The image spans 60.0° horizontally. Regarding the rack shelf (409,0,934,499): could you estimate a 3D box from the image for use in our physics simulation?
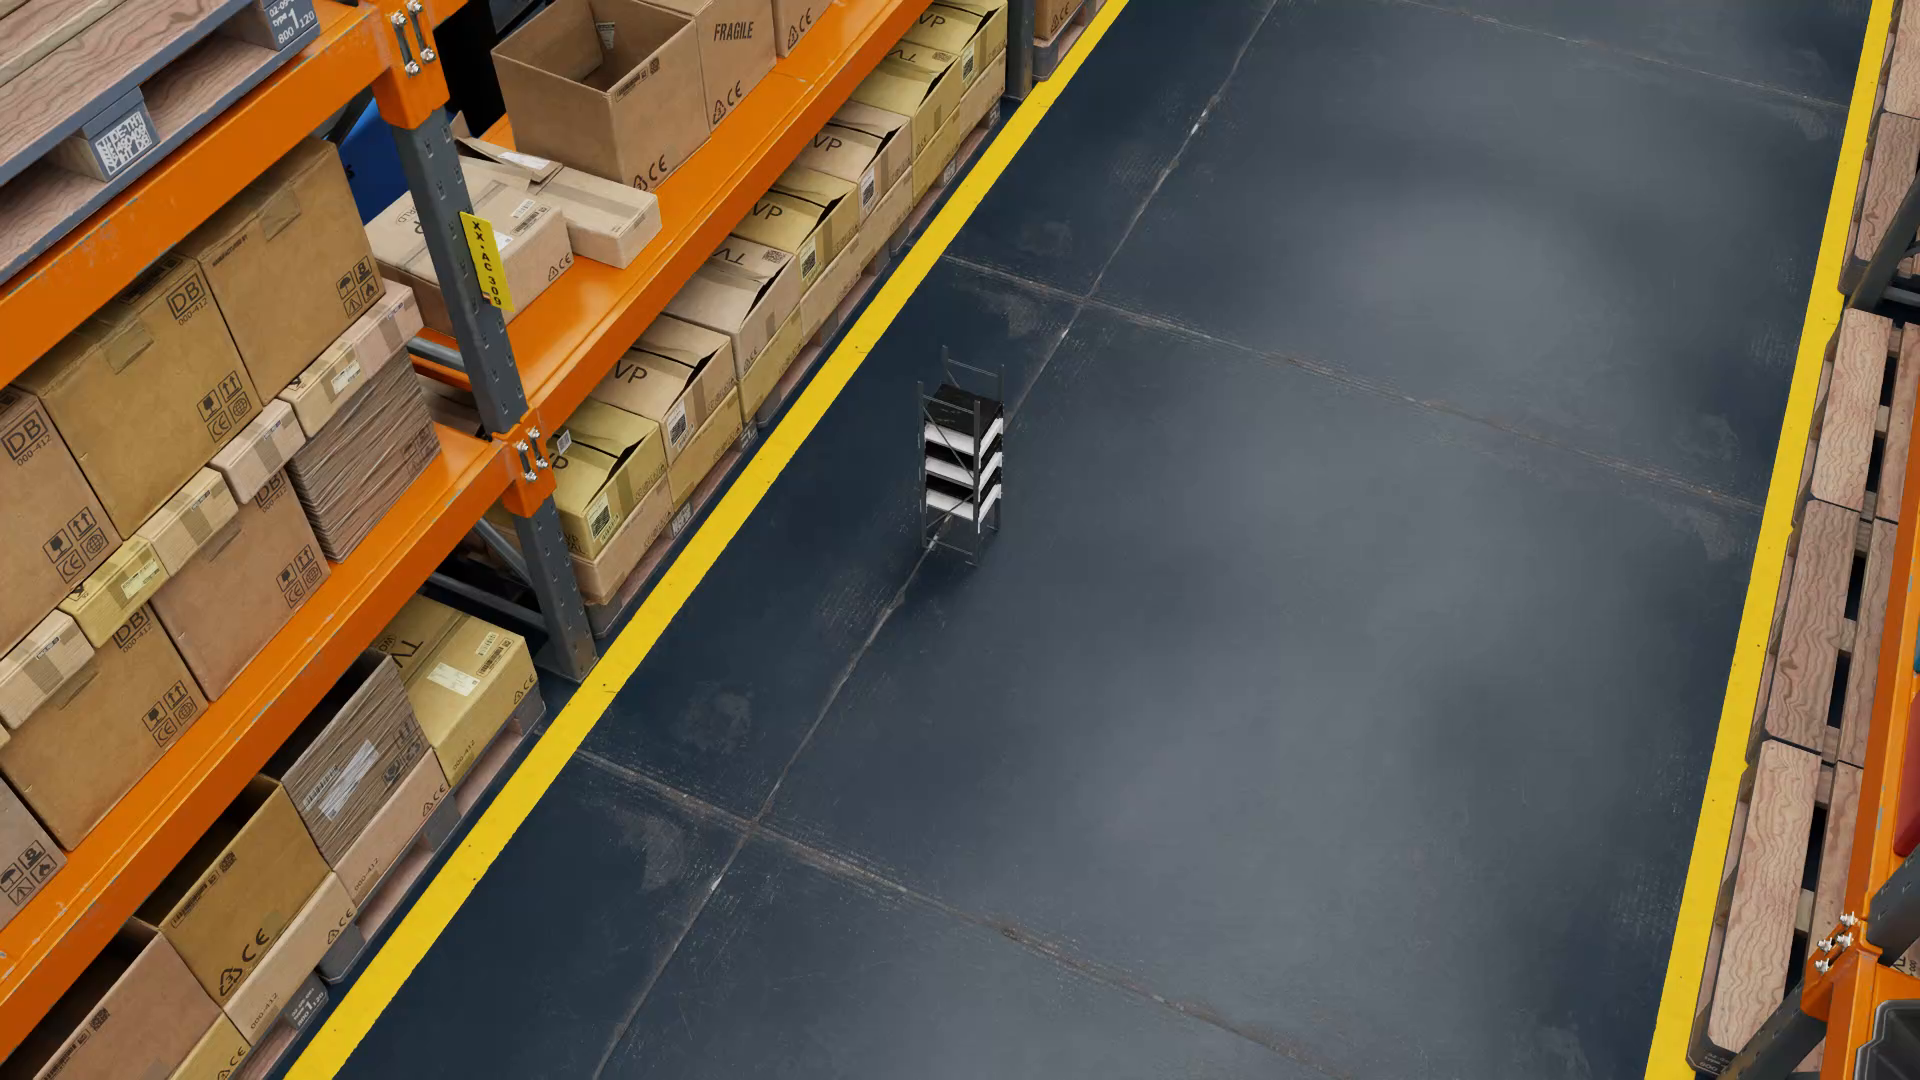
[{"bbox_3d":[-0.963,-1.788,6.590,1.077,0.370,4.000,20,52,16],"label":"rack shelf"}]

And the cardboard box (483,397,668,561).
[{"bbox_3d":[-1.416,-0.275,5.991,0.500,0.311,0.500,20,52,16],"label":"cardboard box"}]

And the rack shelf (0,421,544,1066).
[{"bbox_3d":[-2.672,0.966,4.246,1.077,0.370,4.000,20,52,16],"label":"rack shelf"}]

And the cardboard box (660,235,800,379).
[{"bbox_3d":[-0.977,-0.974,6.586,0.500,0.311,0.500,18,52,15],"label":"cardboard box"}]

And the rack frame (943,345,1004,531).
[{"bbox_3d":[0.047,-0.367,6.287,0.240,0.900,0.006,20,52,16],"label":"rack frame"}]

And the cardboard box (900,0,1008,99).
[{"bbox_3d":[-0.110,-2.385,7.786,0.500,0.311,0.500,21,53,17],"label":"cardboard box"}]

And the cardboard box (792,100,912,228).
[{"bbox_3d":[-0.544,-1.678,7.185,0.500,0.311,0.500,19,52,16],"label":"cardboard box"}]

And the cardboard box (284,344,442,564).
[{"bbox_3d":[-2.002,-0.369,4.844,0.700,0.500,0.500,19,52,15],"label":"cardboard box"}]

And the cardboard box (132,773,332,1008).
[{"bbox_3d":[-2.252,0.944,4.829,0.500,0.500,0.500,20,52,16],"label":"cardboard box"}]

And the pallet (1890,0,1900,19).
[{"bbox_3d":[5.710,-3.117,9.079,1.003,0.211,1.213,20,52,16],"label":"pallet"}]

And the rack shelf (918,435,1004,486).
[{"bbox_3d":[0.003,-0.334,6.184,0.258,0.077,0.200,20,52,16],"label":"rack shelf"}]

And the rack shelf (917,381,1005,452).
[{"bbox_3d":[0.003,-0.451,6.047,0.258,0.077,0.200,20,52,16],"label":"rack shelf"}]

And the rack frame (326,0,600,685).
[{"bbox_3d":[-1.818,-0.644,5.144,1.000,3.000,0.127,20,52,16],"label":"rack frame"}]

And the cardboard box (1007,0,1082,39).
[{"bbox_3d":[0.344,-2.952,8.460,0.500,0.500,0.500,22,53,18],"label":"cardboard box"}]

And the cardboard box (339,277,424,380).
[{"bbox_3d":[-1.740,-0.630,4.640,0.380,0.149,0.250,20,52,16],"label":"cardboard box"}]

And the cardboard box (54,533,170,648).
[{"bbox_3d":[-2.176,0.070,4.044,0.380,0.149,0.250,20,52,16],"label":"cardboard box"}]

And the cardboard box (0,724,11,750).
[{"bbox_3d":[-2.395,0.428,3.740,0.380,0.149,0.250,21,53,17],"label":"cardboard box"}]

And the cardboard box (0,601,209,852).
[{"bbox_3d":[-2.439,0.340,4.240,0.700,0.500,0.500,21,53,17],"label":"cardboard box"}]

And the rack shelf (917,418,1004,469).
[{"bbox_3d":[0.003,-0.392,6.115,0.258,0.077,0.200,20,52,16],"label":"rack shelf"}]

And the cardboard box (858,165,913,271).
[{"bbox_3d":[-0.548,-1.501,7.402,0.500,0.250,0.500,21,53,17],"label":"cardboard box"}]

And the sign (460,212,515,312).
[{"bbox_3d":[-1.315,-0.771,4.631,0.100,0.325,0.005,20,52,16],"label":"sign"}]

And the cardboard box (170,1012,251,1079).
[{"bbox_3d":[-2.454,1.536,4.818,0.500,0.250,0.500,20,52,16],"label":"cardboard box"}]

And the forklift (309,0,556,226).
[{"bbox_3d":[-2.406,-2.808,7.030,1.130,2.935,3.031,19,52,15],"label":"forklift"}]

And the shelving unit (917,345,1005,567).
[{"bbox_3d":[0.003,-0.297,6.227,0.258,0.900,0.210,20,52,16],"label":"shelving unit"}]

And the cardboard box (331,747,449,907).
[{"bbox_3d":[-2.041,0.842,5.409,0.500,0.250,0.500,20,52,16],"label":"cardboard box"}]

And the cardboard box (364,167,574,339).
[{"bbox_3d":[-1.647,-0.949,5.501,0.500,0.250,0.500,23,53,18],"label":"cardboard box"}]

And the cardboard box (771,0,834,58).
[{"bbox_3d":[-0.811,-2.270,6.462,0.500,0.500,0.500,17,52,14],"label":"cardboard box"}]

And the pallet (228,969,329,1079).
[{"bbox_3d":[-2.715,1.637,5.034,1.003,0.211,1.213,20,52,16],"label":"pallet"}]

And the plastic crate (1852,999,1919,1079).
[{"bbox_3d":[2.321,1.309,3.522,0.767,0.338,0.504,20,52,16],"label":"plastic crate"}]

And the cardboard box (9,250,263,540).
[{"bbox_3d":[-2.216,-0.441,4.053,0.700,0.500,0.500,20,52,16],"label":"cardboard box"}]

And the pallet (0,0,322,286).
[{"bbox_3d":[-2.159,-0.992,3.528,1.003,0.211,1.213,20,52,16],"label":"pallet"}]

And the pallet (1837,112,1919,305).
[{"bbox_3d":[4.667,-1.437,7.649,1.003,0.211,1.213,20,52,16],"label":"pallet"}]

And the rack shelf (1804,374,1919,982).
[{"bbox_3d":[3.514,-0.174,5.216,1.077,0.370,4.000,20,52,16],"label":"rack shelf"}]

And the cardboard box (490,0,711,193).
[{"bbox_3d":[-1.250,-1.563,5.860,0.500,0.500,0.500,23,53,19],"label":"cardboard box"}]

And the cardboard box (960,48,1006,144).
[{"bbox_3d":[-0.113,-2.202,7.999,0.500,0.250,0.500,21,53,17],"label":"cardboard box"}]

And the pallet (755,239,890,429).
[{"bbox_3d":[-1.018,-1.104,7.366,1.003,0.211,1.213,20,52,16],"label":"pallet"}]

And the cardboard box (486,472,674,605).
[{"bbox_3d":[-1.421,-0.086,6.199,0.500,0.250,0.500,19,52,15],"label":"cardboard box"}]

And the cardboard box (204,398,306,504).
[{"bbox_3d":[-1.957,-0.279,4.342,0.380,0.149,0.250,18,52,15],"label":"cardboard box"}]

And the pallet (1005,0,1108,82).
[{"bbox_3d":[0.244,-2.997,8.977,1.003,0.211,1.213,20,52,16],"label":"pallet"}]

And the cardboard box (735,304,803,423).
[{"bbox_3d":[-0.983,-0.796,6.802,0.500,0.250,0.500,18,52,15],"label":"cardboard box"}]

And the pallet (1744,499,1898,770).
[{"bbox_3d":[3.480,0.477,6.021,1.003,0.211,1.213,20,52,16],"label":"pallet"}]

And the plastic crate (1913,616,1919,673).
[{"bbox_3d":[2.849,0.114,4.509,0.392,0.384,0.575,20,52,16],"label":"plastic crate"}]
